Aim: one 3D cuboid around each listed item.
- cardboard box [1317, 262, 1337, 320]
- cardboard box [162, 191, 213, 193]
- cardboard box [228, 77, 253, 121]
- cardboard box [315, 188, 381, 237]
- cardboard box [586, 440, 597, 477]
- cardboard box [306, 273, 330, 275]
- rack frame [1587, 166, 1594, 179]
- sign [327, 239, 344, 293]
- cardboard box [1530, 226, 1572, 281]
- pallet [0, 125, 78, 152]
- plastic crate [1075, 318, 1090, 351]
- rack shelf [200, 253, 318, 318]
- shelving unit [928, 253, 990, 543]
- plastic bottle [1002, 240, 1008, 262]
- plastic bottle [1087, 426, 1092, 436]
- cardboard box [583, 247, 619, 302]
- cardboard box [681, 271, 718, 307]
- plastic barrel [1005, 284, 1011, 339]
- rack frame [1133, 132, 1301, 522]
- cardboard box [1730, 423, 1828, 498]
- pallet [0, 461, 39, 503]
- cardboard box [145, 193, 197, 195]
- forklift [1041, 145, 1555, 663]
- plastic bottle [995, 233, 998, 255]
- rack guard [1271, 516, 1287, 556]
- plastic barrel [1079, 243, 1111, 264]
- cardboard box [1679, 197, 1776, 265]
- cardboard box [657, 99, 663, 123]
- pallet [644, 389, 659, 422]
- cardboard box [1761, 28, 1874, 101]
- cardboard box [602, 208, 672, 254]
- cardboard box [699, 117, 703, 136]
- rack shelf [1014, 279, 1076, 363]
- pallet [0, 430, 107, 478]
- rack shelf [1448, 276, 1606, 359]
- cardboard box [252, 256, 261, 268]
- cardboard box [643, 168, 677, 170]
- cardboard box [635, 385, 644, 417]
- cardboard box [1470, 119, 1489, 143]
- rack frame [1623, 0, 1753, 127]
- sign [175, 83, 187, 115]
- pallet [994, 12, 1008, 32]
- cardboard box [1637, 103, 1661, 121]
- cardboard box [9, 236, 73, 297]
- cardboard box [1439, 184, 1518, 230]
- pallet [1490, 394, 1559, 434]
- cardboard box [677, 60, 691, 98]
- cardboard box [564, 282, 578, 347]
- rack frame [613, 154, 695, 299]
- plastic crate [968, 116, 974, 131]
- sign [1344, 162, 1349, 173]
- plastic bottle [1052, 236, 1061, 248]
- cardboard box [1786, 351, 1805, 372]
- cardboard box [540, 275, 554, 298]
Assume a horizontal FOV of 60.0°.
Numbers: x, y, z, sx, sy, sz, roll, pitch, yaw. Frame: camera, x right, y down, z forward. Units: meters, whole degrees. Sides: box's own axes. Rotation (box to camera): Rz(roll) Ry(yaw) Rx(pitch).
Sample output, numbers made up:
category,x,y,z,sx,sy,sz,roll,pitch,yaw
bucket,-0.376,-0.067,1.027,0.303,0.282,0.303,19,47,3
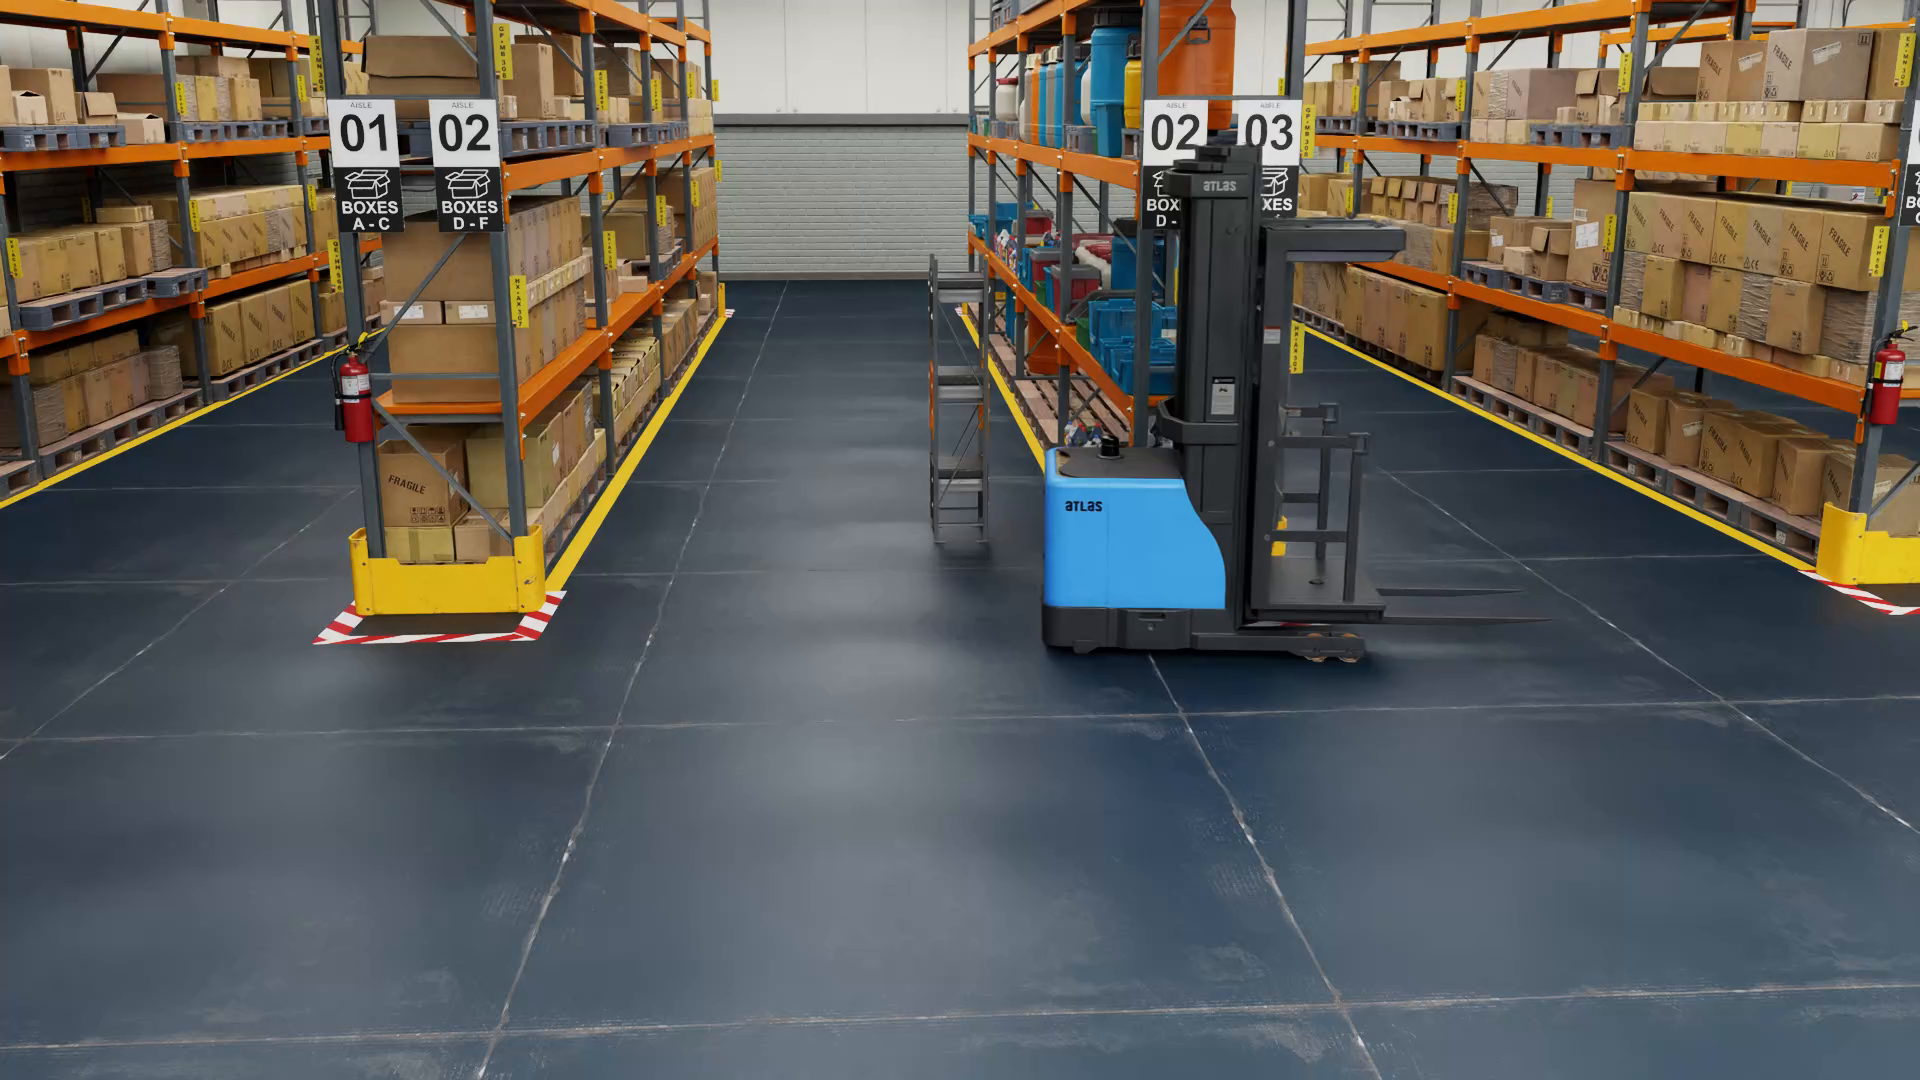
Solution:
category,x,y,z,sx,sy,sz,roll,pitch,yaw
cardboard box,5.814,-3.727,24.414,0.875,0.875,0.875,-1,14,-3
cardboard box,-9.129,-3.997,19.697,0.500,0.250,0.500,-1,14,-5
cardboard box,-8.957,-5.290,19.965,0.700,0.500,0.500,-1,14,-4
cardboard box,-9.207,-4.948,25.134,0.980,0.700,0.700,0,14,-1
cardboard box,-3.293,-0.657,13.736,0.500,0.250,0.500,-1,14,-3
cardboard box,-9.233,-3.776,24.055,0.380,0.149,0.250,-1,14,-3
rack frame,10.539,-5.210,26.755,1.000,3.000,0.127,-1,14,-3
sign,-3.856,-1.698,10.306,0.100,0.325,0.005,-1,14,-3
cardboard box,6.126,-2.857,16.561,0.797,0.503,0.637,1,14,2
pallet,-8.437,-3.461,14.317,1.213,0.211,1.003,-1,14,-3
plastic crate,1.185,-1.653,13.356,0.450,0.188,0.662,-1,14,-3
rack shelf,-8.877,-3.088,19.954,1.077,0.370,4.000,-1,14,-3
shelving unit,-0.010,-1.058,12.425,0.431,2.100,0.503,-1,14,-3
plastic bottle,0.607,-3.618,20.817,0.152,0.276,0.135,-1,14,-3
plastic bottle,1.118,-0.831,14.304,0.061,0.283,0.133,-1,14,-3
cardboard box,-3.689,-2.648,16.598,0.500,0.500,0.500,-2,15,-6
cardboard box,-4.025,-3.877,25.710,0.500,0.500,0.500,-1,14,-3
plastic barrel,0.904,-3.139,22.074,0.600,0.901,0.708,-1,14,-3
rack frame,1.630,-1.103,10.792,1.000,3.000,0.127,-1,14,-3
cardboard box,6.461,-0.632,13.135,0.500,0.500,0.500,0,14,2
pallet,-8.429,-0.428,13.765,1.003,0.211,1.213,-1,14,-3
cardboard box,-9.097,-3.870,19.205,0.500,0.250,0.500,-1,14,-5
forklift,2.020,-0.838,9.902,3.031,2.935,1.130,1,14,2
plastic bottle,0.492,-3.900,21.897,0.061,0.283,0.133,-1,14,-3
rack guard,1.579,0.090,11.174,1.175,0.500,0.348,-1,14,-3
plastic barrel,1.438,-2.789,17.122,0.421,0.512,0.421,0,14,0
cardboard box,6.163,-2.486,13.365,0.500,0.500,0.500,-1,14,-3
cardboard box,-3.934,-4.882,19.261,0.910,0.500,0.500,-1,14,-3
pallet,-3.797,-1.461,17.781,1.003,0.211,1.213,-1,14,-3
cardboard box,6.225,-3.448,12.087,0.500,0.500,0.500,-1,14,-3
cardboard box,-3.827,-3.654,19.664,0.700,0.500,0.500,2,15,7
cardboard box,-3.931,-5.889,23.678,0.500,0.250,0.500,-1,14,-3
rack shelf,1.259,-2.246,16.682,1.077,0.370,4.000,-1,14,-3
pallet,-8.555,-0.788,15.164,1.003,0.211,1.213,-1,14,-3
rack shelf,6.202,-2.323,16.979,1.077,0.370,4.000,-1,14,-3
cardboard box,-8.658,-3.360,20.028,0.380,0.149,0.250,0,14,-2
cardboard box,-4.501,-5.295,24.878,0.500,0.500,0.500,-1,14,-3
cardboard box,-3.435,-1.380,16.547,0.500,0.250,0.500,-1,14,-2
cardboard box,5.853,-4.428,17.998,0.500,0.250,0.500,-1,14,-2
rack frame,6.326,-5.079,14.208,1.000,3.000,0.127,-1,14,-3
sign,-8.212,-4.650,17.523,0.100,0.325,0.005,-1,14,-3
pallet,0.969,-6.502,20.919,1.003,0.211,1.213,-1,14,-3
cardboard box,6.039,-3.662,14.218,0.380,0.149,0.250,-1,14,-5
cardboard box,-8.530,-2.472,15.032,0.700,0.500,0.500,1,14,2
cardboard box,6.049,-3.885,19.393,0.797,0.503,0.637,0,14,-2
pallet,6.198,-1.321,17.238,1.003,0.211,1.213,-1,14,-3
cardboard box,-4.015,-6.244,22.547,0.700,0.500,0.500,-1,14,-3
cardboard box,-3.489,-1.829,13.415,0.700,0.500,0.500,-1,14,-4
rack frame,-4.057,-4.012,22.098,1.000,3.000,0.127,-1,14,-3
plastic crate,0.385,-6.371,25.511,0.497,0.269,0.590,-1,14,-3
sign,6.125,-5.839,26.400,0.100,0.325,0.005,-1,14,-3
plastic bottle,1.195,-3.530,20.325,0.144,0.351,0.185,-1,14,-3
cardboard box,6.268,-1.311,12.107,0.380,0.149,0.250,-1,14,-3
cardboard box,-3.217,-1.873,12.283,0.380,0.149,0.250,-1,14,-3
